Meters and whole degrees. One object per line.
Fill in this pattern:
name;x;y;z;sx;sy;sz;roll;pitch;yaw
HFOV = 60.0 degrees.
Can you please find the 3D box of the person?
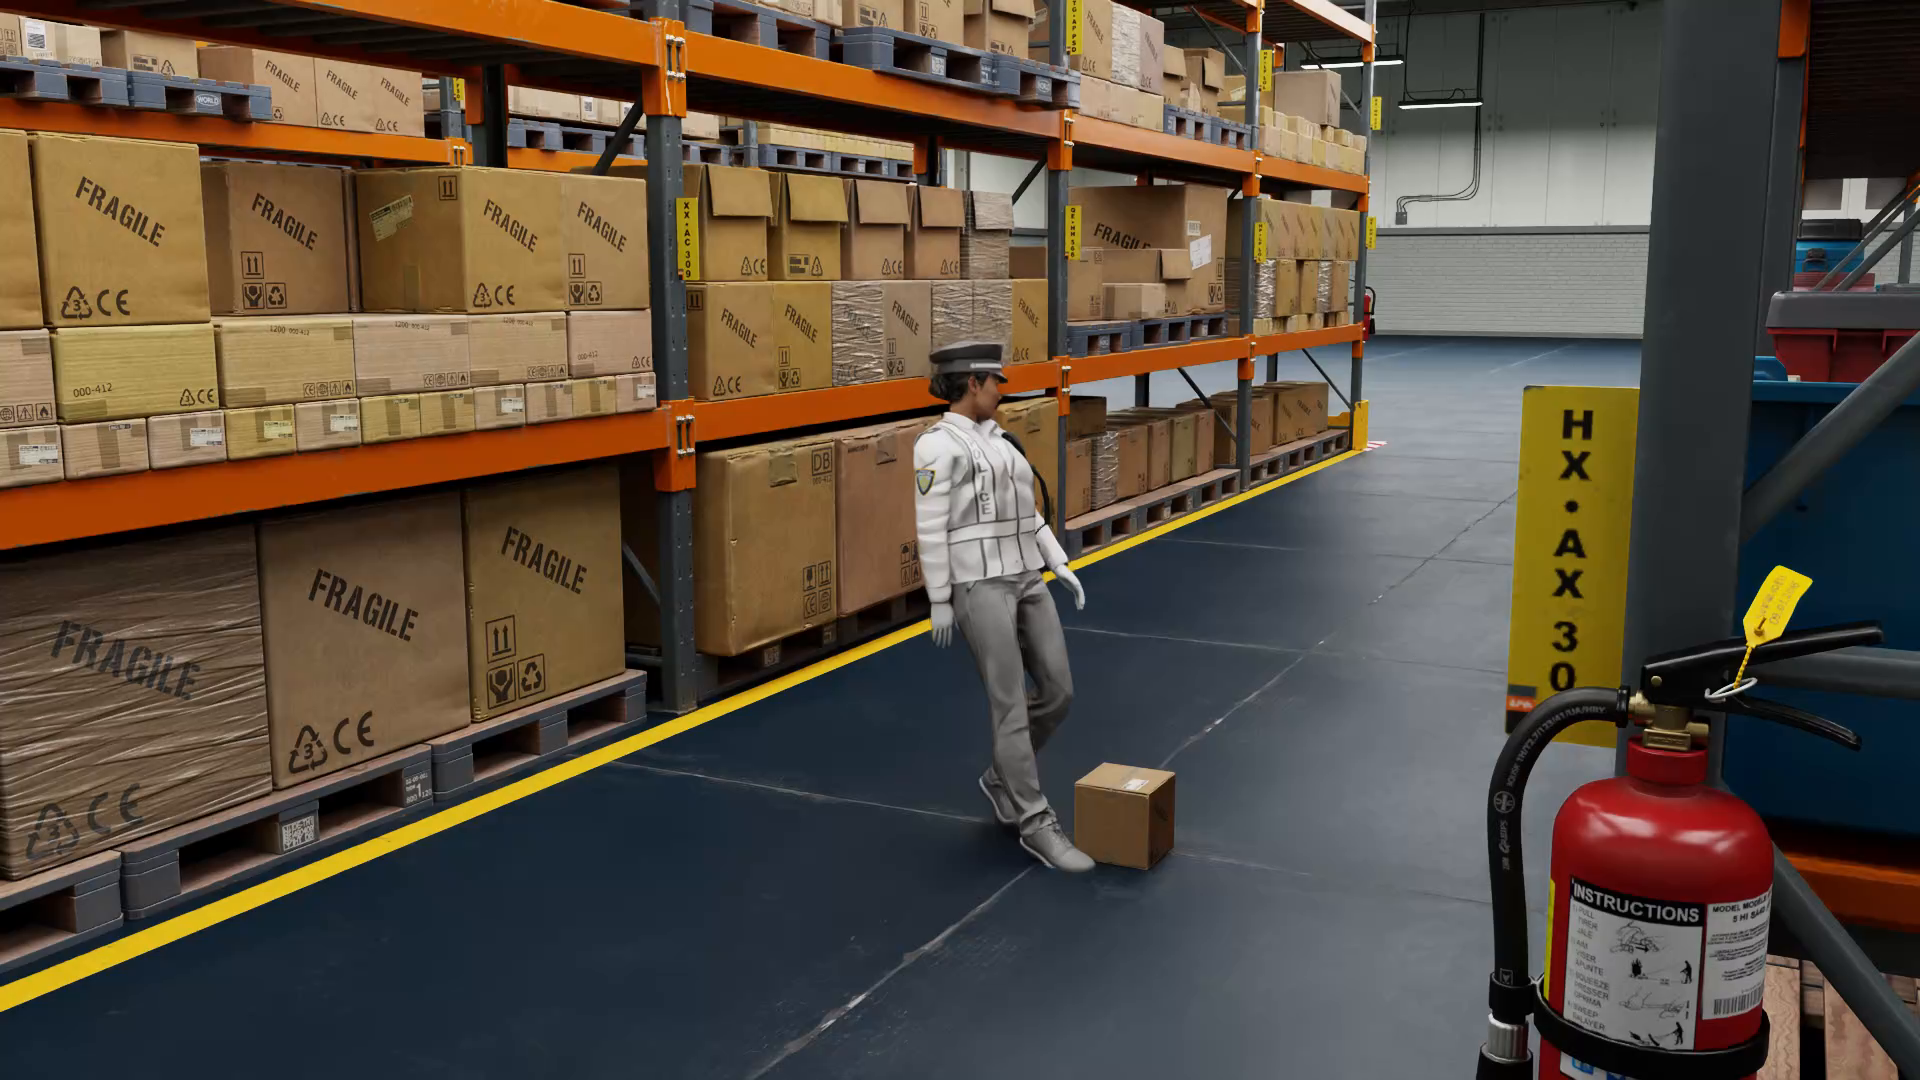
person;0.195;0.192;5.379;0.755;1.652;0.515;7;12;38
